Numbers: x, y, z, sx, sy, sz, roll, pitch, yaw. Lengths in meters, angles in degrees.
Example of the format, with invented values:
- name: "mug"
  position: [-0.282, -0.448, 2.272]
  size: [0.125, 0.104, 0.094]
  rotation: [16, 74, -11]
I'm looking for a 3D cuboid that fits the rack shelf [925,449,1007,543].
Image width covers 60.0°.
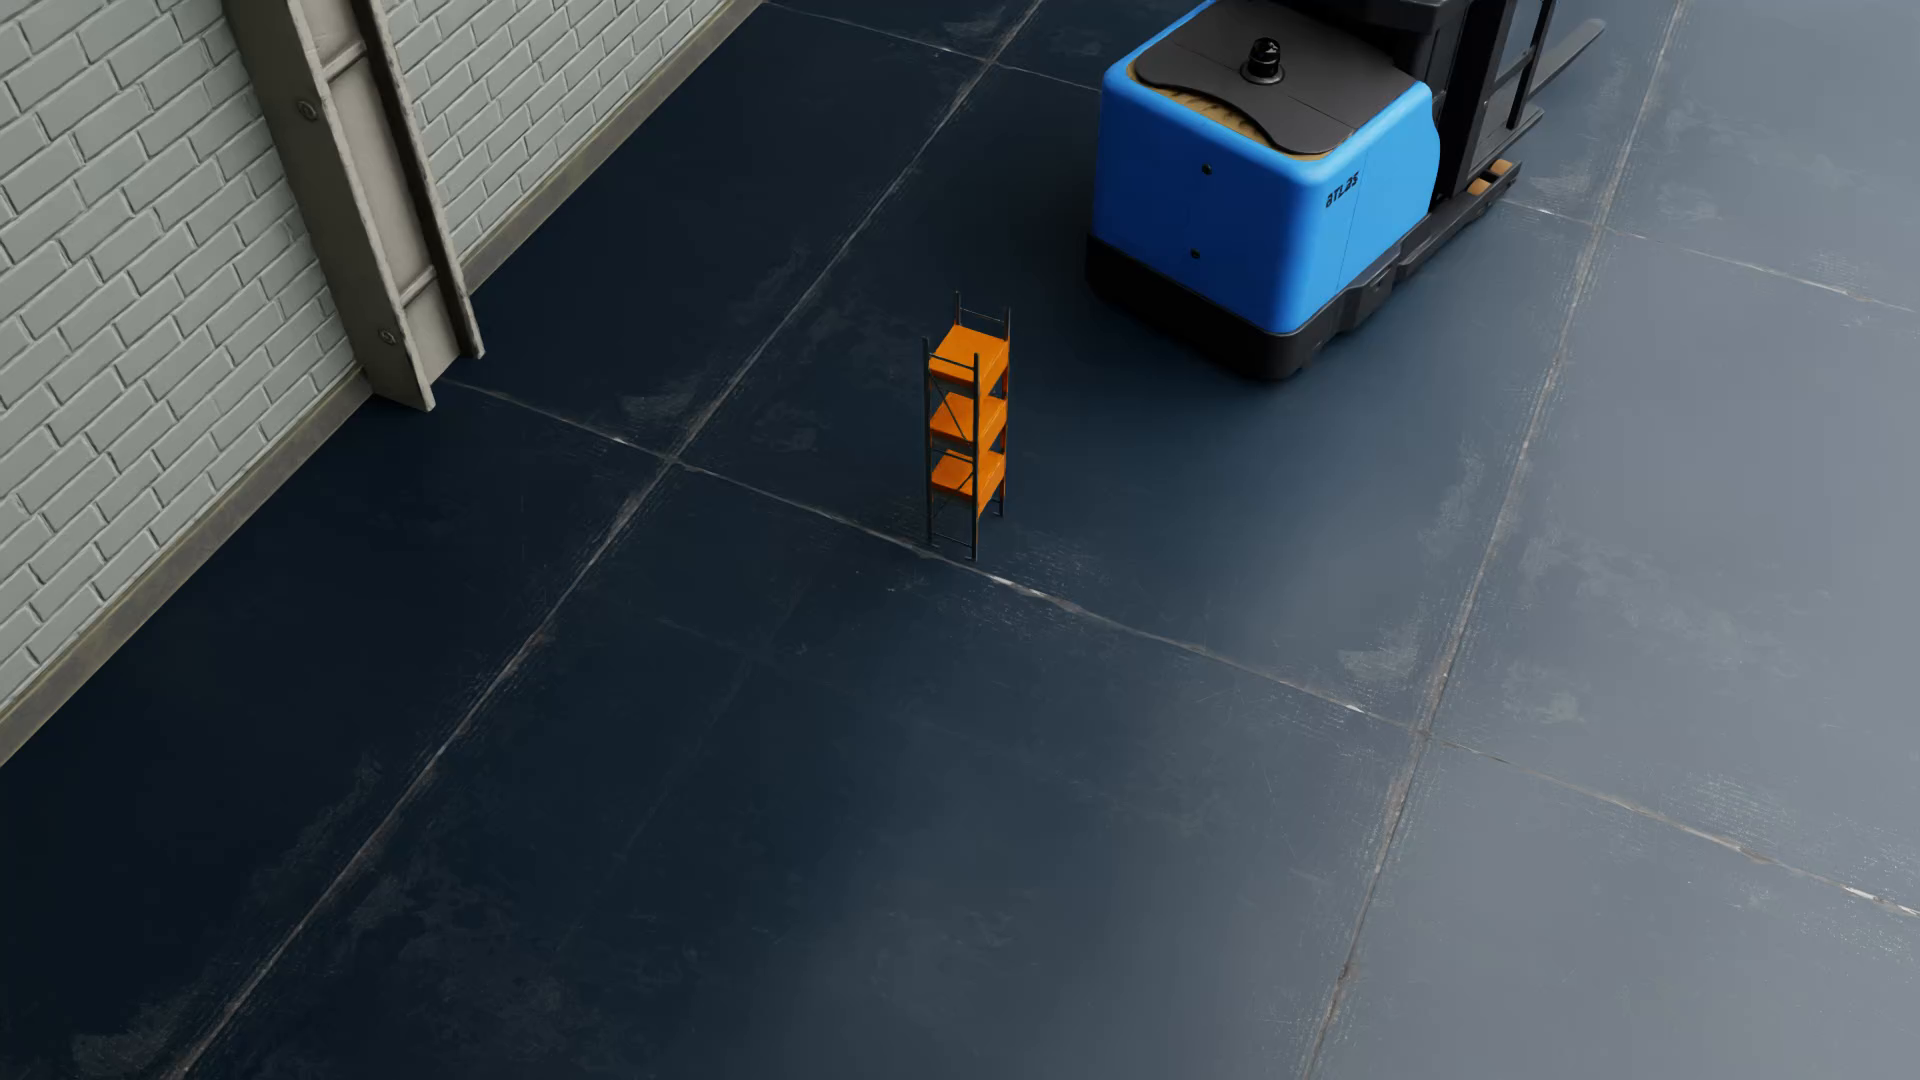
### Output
- name: "rack shelf"
  position: [0.023, -0.190, 6.101]
  size: [0.215, 0.259, 0.240]
  rotation: [20, 52, 16]

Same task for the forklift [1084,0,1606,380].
- name: "forklift"
  position: [1.890, -2.639, 6.571]
  size: [1.130, 2.935, 3.031]
  rotation: [34, 58, 26]

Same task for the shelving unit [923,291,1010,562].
- name: "shelving unit"
  position: [0.023, -0.377, 5.882]
  size: [0.215, 1.050, 0.252]
  rotation: [20, 52, 16]

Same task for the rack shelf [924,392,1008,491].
- name: "rack shelf"
  position: [0.023, -0.370, 5.890]
  size: [0.215, 0.259, 0.240]
  rotation: [20, 52, 16]

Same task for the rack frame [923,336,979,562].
- name: "rack frame"
  position: [-0.029, -0.293, 5.810]
  size: [0.200, 1.050, 0.008]
  rotation: [20, 52, 16]

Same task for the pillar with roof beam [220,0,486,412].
- name: "pillar with roof beam"
  position: [1.700, -2.214, 2.225]
  size: [9.100, 9.000, 0.400]
  rotation: [20, 52, 16]

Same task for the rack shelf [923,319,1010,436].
- name: "rack shelf"
  position: [0.023, -0.554, 5.673]
  size: [0.215, 0.259, 0.240]
  rotation: [20, 52, 16]

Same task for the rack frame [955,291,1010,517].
- name: "rack frame"
  position: [0.075, -0.461, 5.953]
  size: [0.200, 1.050, 0.008]
  rotation: [20, 52, 16]
